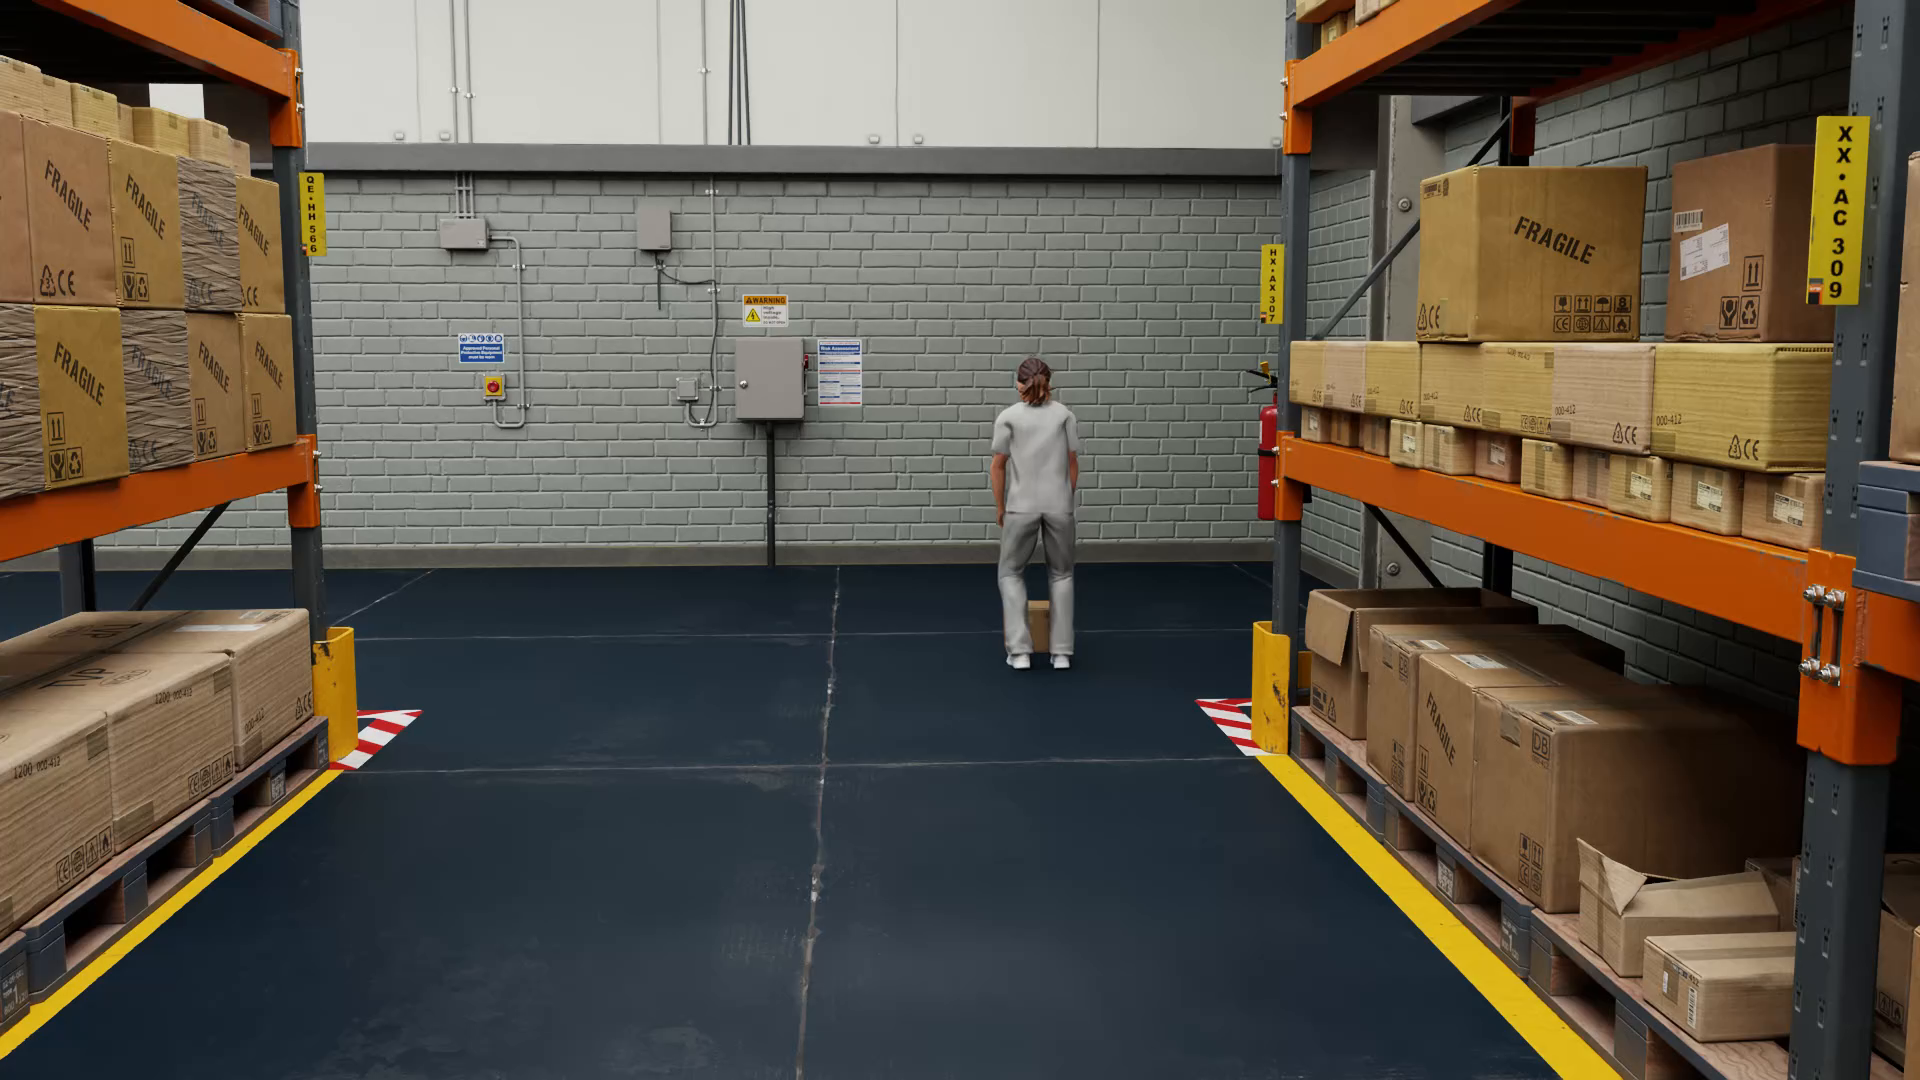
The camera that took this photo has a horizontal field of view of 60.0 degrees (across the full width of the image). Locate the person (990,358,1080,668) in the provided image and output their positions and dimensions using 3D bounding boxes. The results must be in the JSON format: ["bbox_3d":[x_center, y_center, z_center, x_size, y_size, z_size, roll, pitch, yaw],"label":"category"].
[{"bbox_3d":[0.389,-0.028,8.677,0.464,1.398,0.406,0,7,-2],"label":"person"}]
